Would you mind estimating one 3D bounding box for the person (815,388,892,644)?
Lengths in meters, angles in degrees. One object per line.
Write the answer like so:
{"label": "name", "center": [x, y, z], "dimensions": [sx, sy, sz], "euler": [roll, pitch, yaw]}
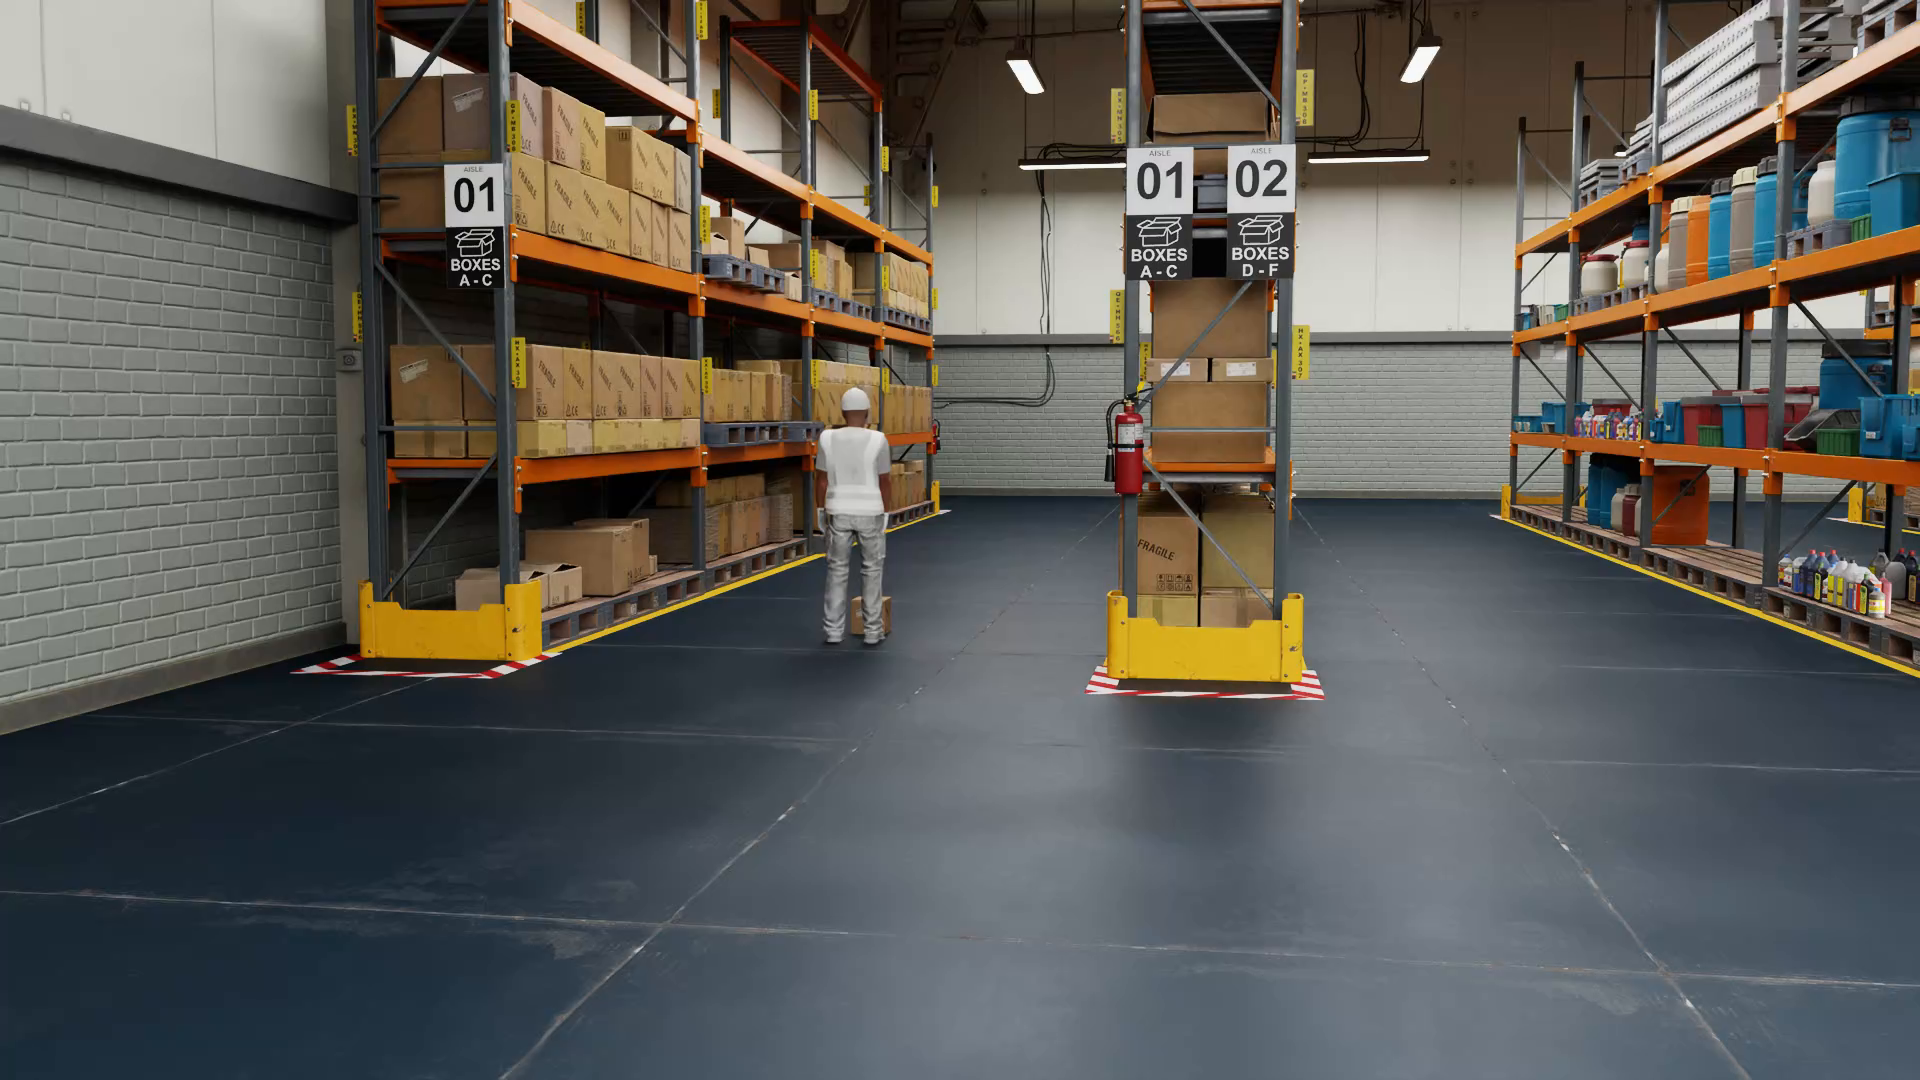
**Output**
{"label": "person", "center": [-0.742, -0.170, 11.676], "dimensions": [0.552, 1.788, 0.357], "euler": [1, 4, 10]}
